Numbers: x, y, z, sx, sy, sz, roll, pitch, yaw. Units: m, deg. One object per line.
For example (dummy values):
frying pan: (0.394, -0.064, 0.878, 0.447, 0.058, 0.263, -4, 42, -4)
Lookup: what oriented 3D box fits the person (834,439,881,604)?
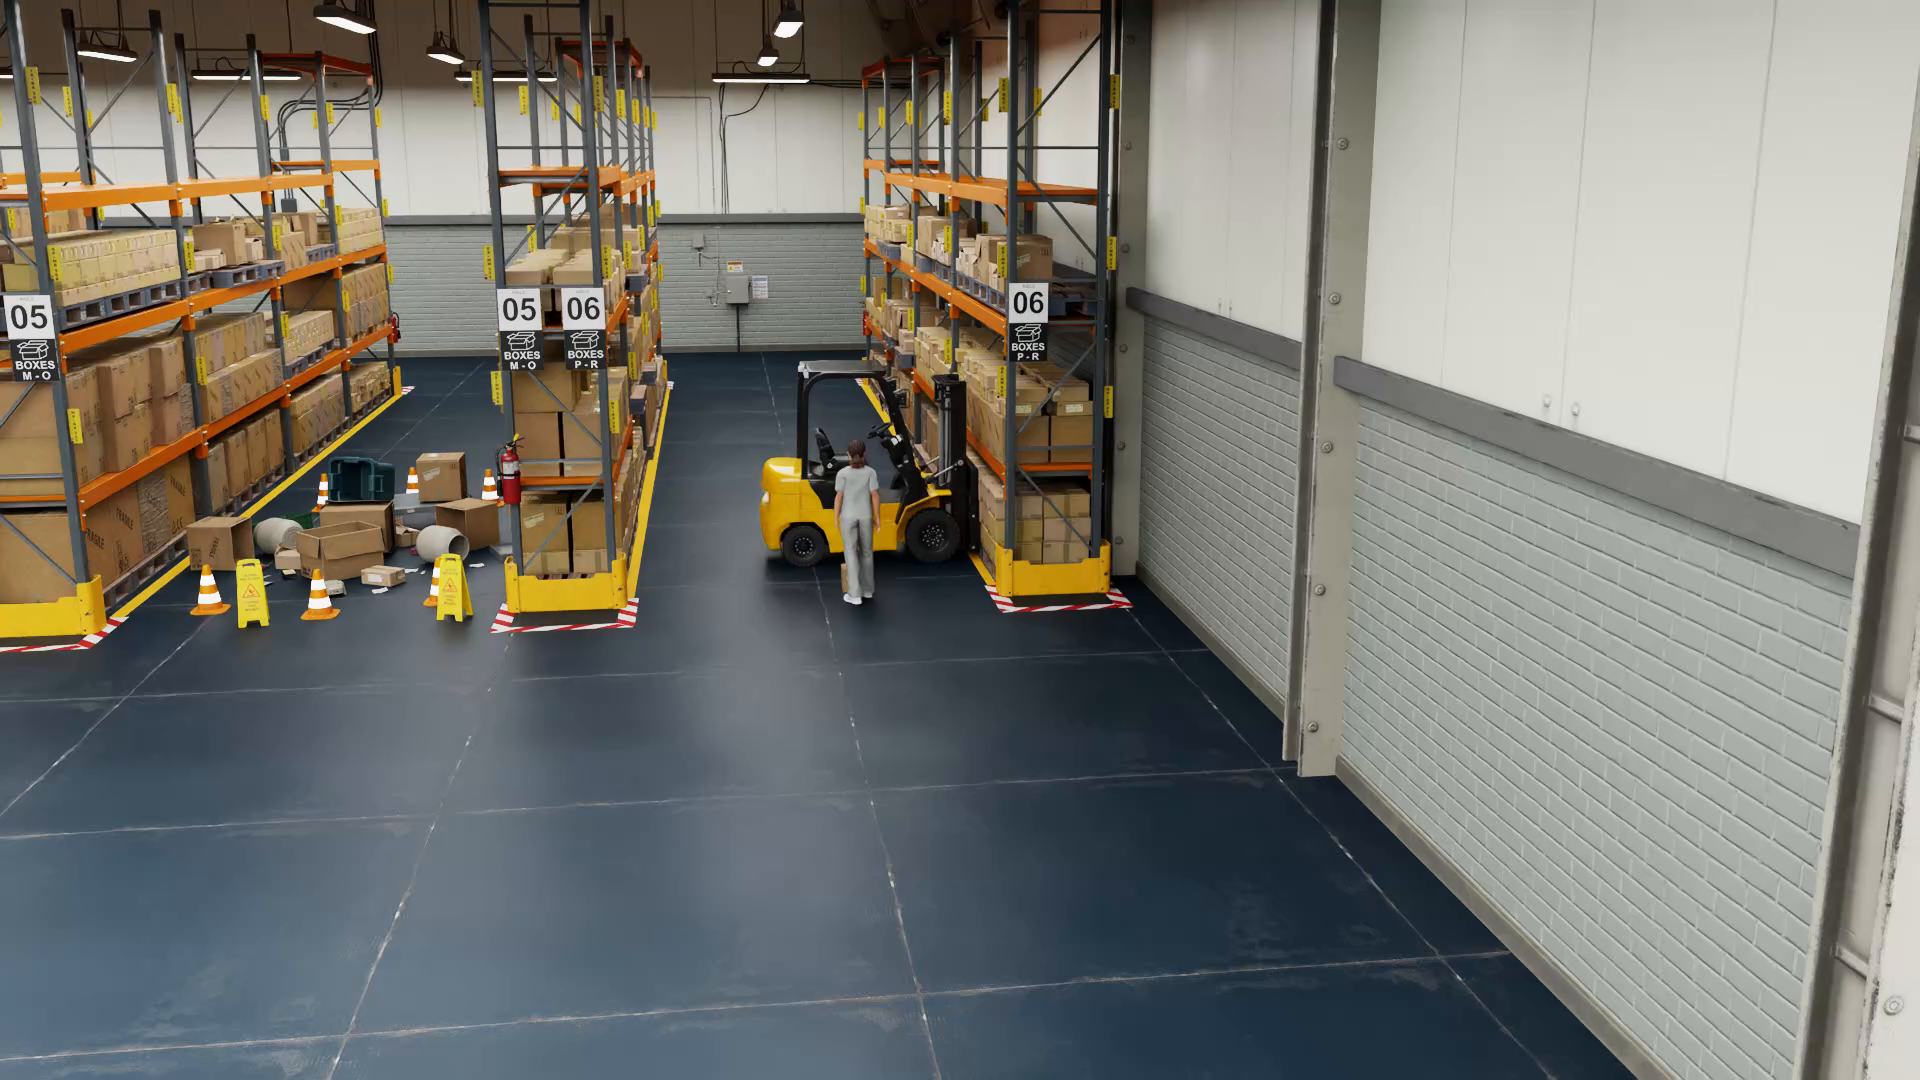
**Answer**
person: (-1.055, -0.210, 16.845, 0.462, 1.672, 0.565, -4, 14, -15)
